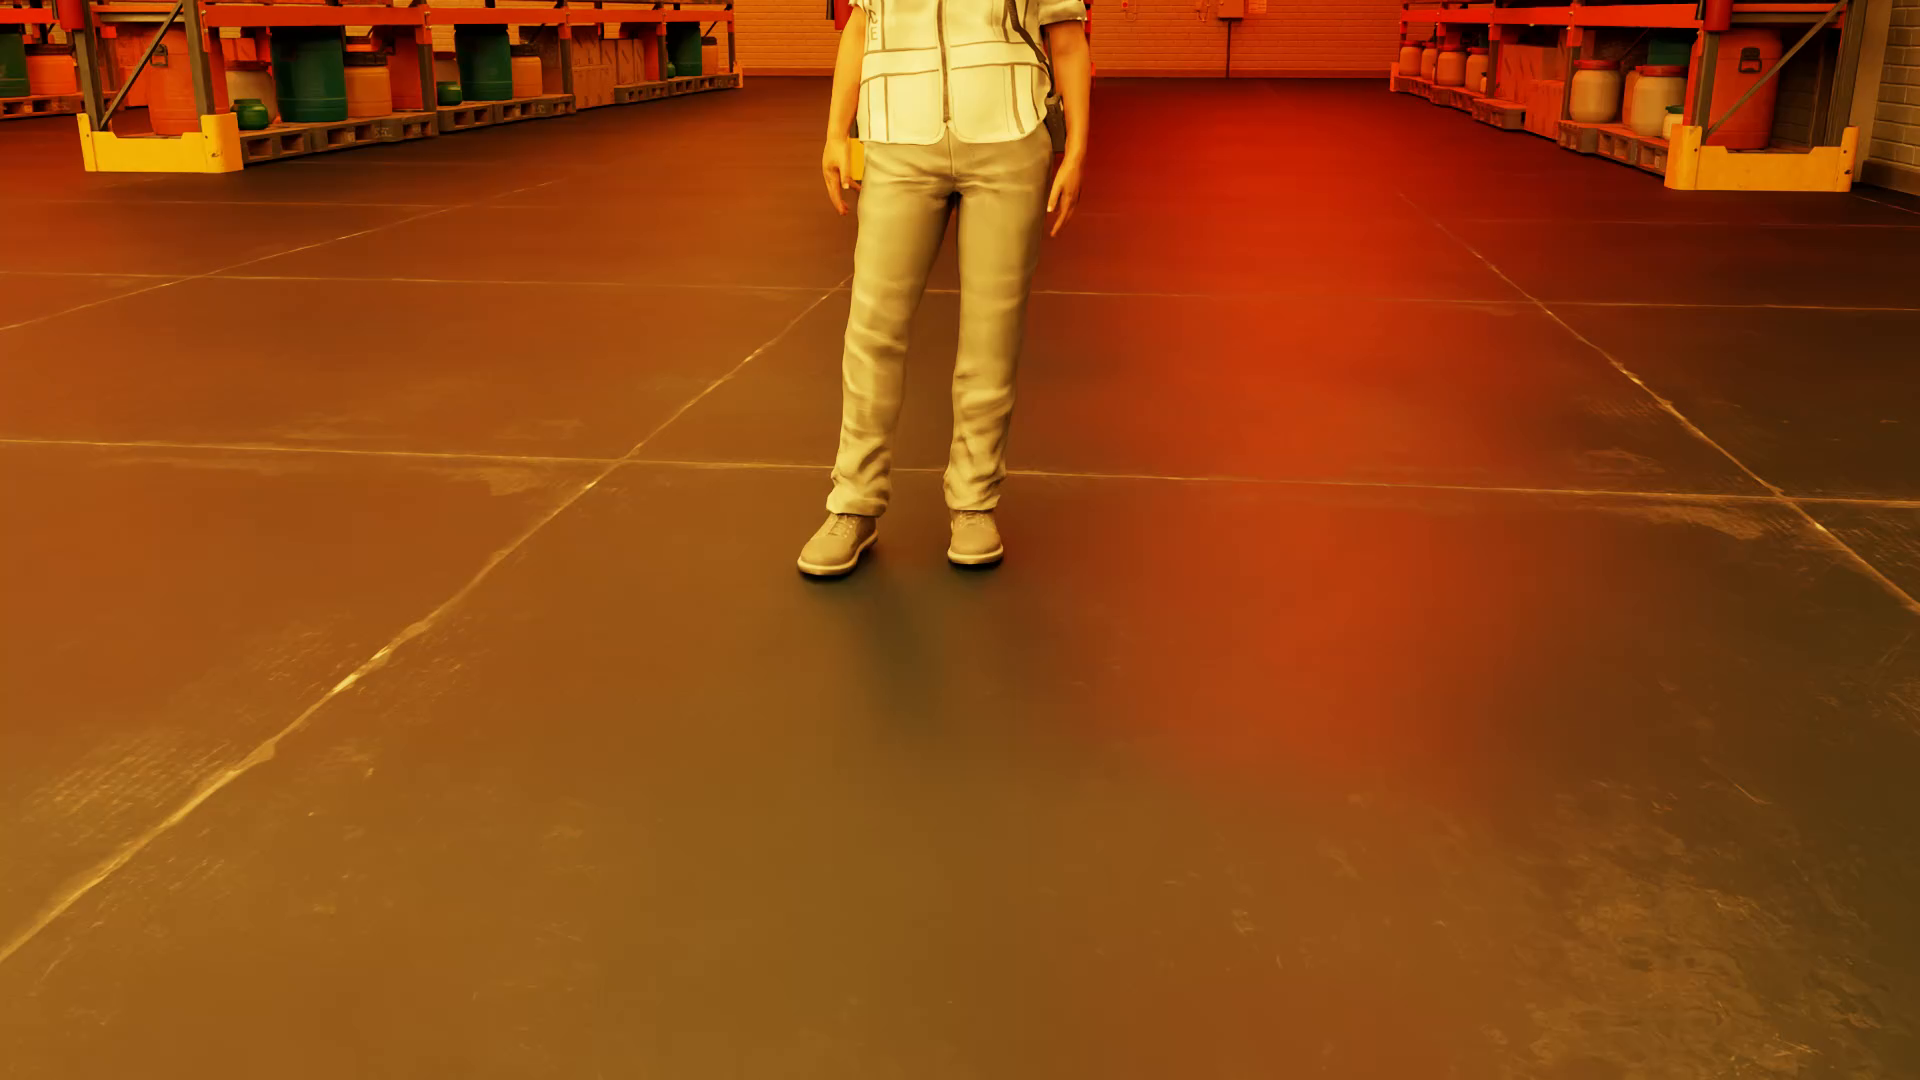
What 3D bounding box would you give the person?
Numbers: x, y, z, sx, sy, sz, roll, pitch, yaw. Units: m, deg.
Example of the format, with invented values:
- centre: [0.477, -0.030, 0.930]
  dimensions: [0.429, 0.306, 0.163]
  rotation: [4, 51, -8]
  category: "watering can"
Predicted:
- centre: [-0.032, -0.781, 3.503]
  dimensions: [0.598, 1.670, 0.529]
  rotation: [2, 18, 7]
  category: "person"
